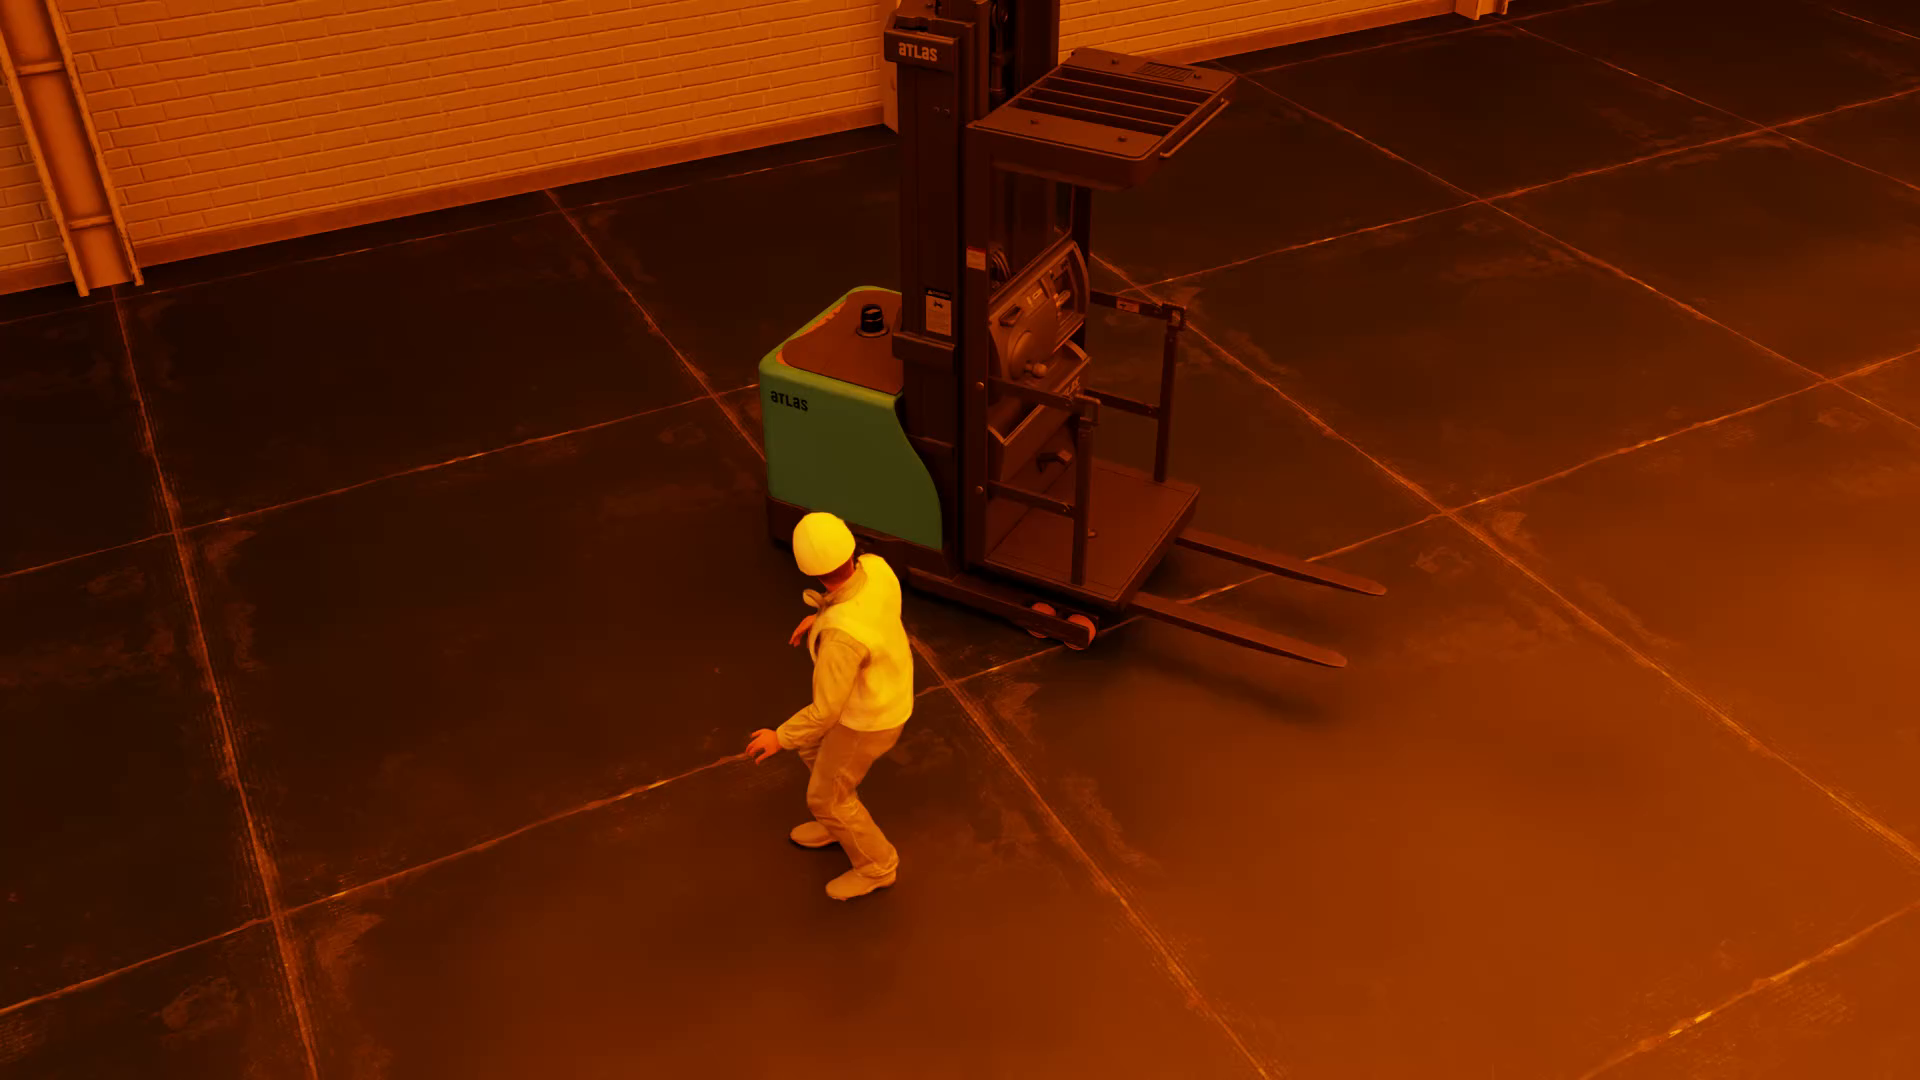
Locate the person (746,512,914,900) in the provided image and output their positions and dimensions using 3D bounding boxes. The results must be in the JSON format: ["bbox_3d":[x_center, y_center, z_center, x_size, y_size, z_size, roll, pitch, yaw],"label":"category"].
[{"bbox_3d":[-0.479,0.623,6.333,0.602,1.726,0.764,2,35,2],"label":"person"}]

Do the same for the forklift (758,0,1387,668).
[{"bbox_3d":[0.550,-1.026,7.574,3.031,2.935,1.130,17,39,23],"label":"forklift"}]
